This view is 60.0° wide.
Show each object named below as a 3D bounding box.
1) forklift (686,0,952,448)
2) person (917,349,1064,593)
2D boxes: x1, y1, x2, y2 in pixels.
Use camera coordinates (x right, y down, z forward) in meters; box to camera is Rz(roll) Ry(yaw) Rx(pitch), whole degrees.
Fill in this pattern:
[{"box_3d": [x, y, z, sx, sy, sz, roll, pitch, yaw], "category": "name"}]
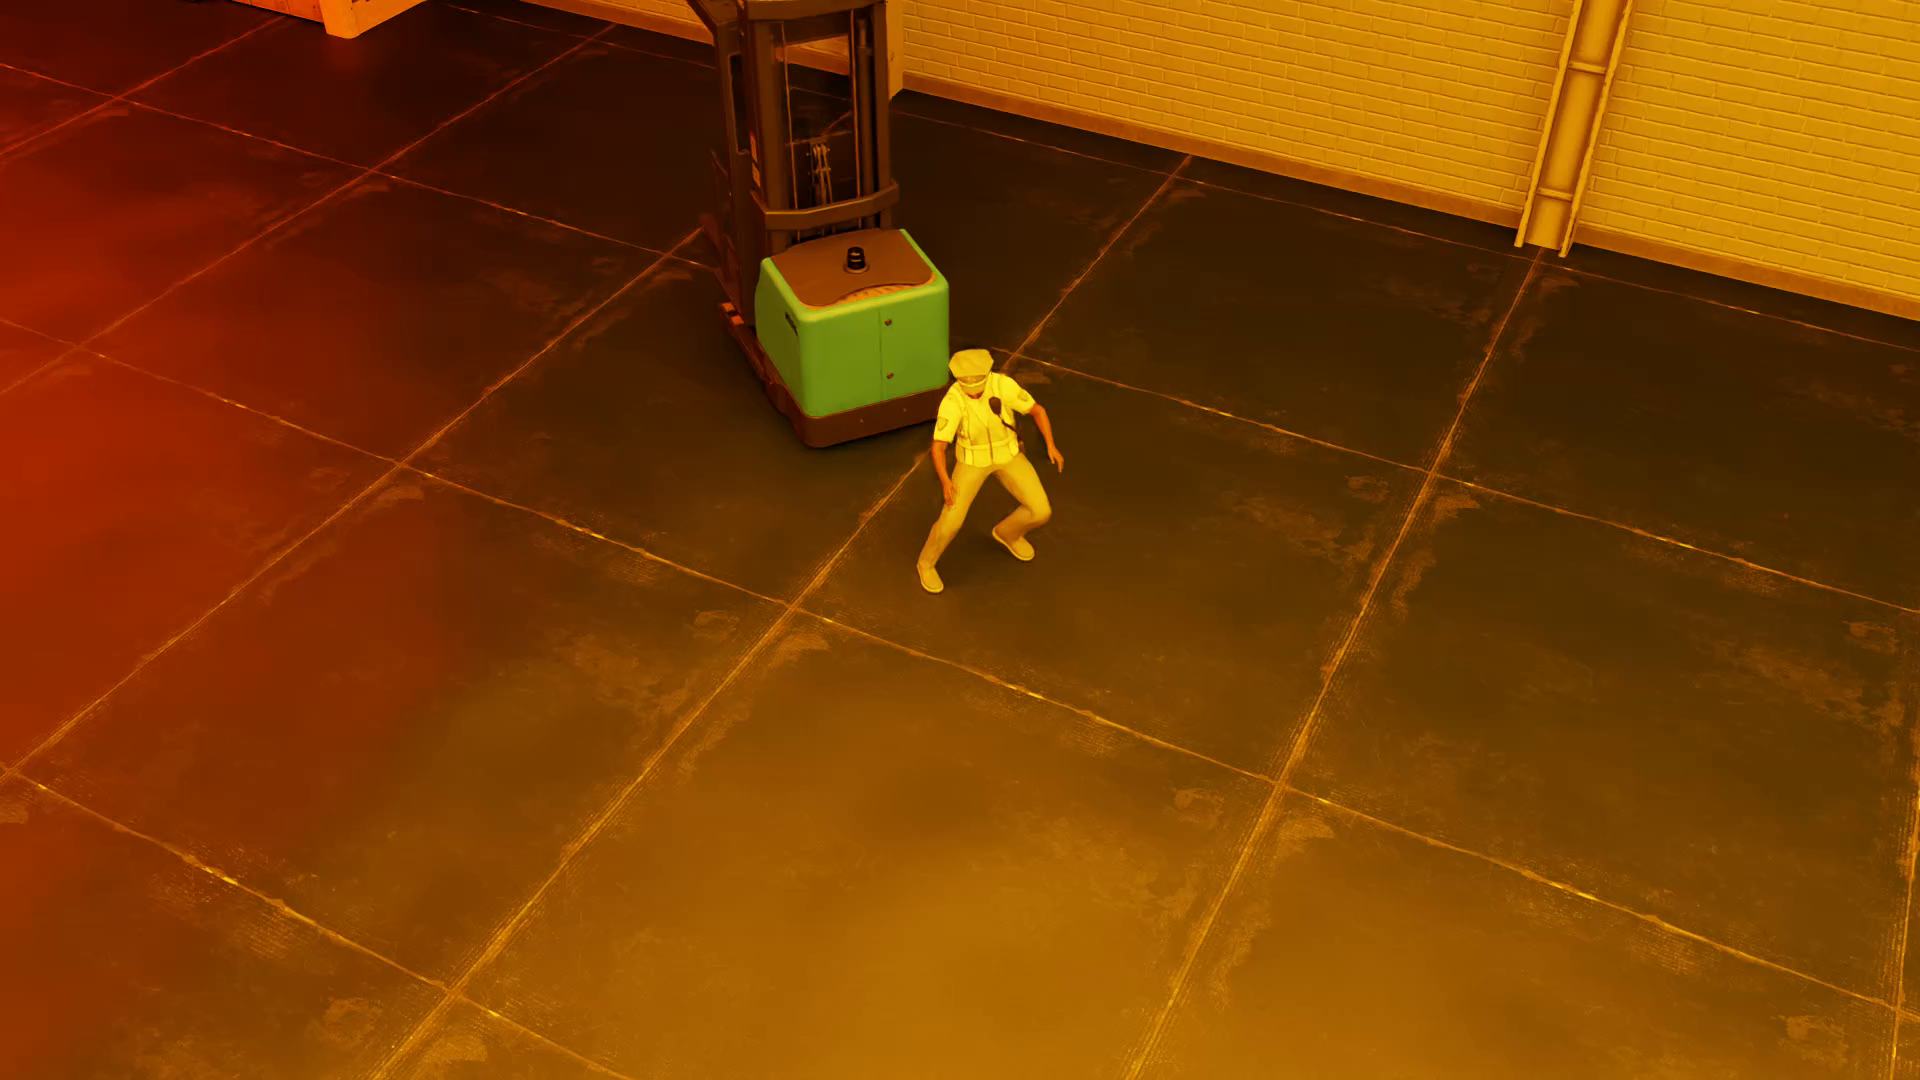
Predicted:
[{"box_3d": [-1.110, -2.675, 11.162, 1.130, 2.935, 3.031, -16, 43, -18], "category": "forklift"}, {"box_3d": [0.163, -0.380, 9.565, 0.828, 1.474, 0.726, -6, 41, -7], "category": "person"}]
